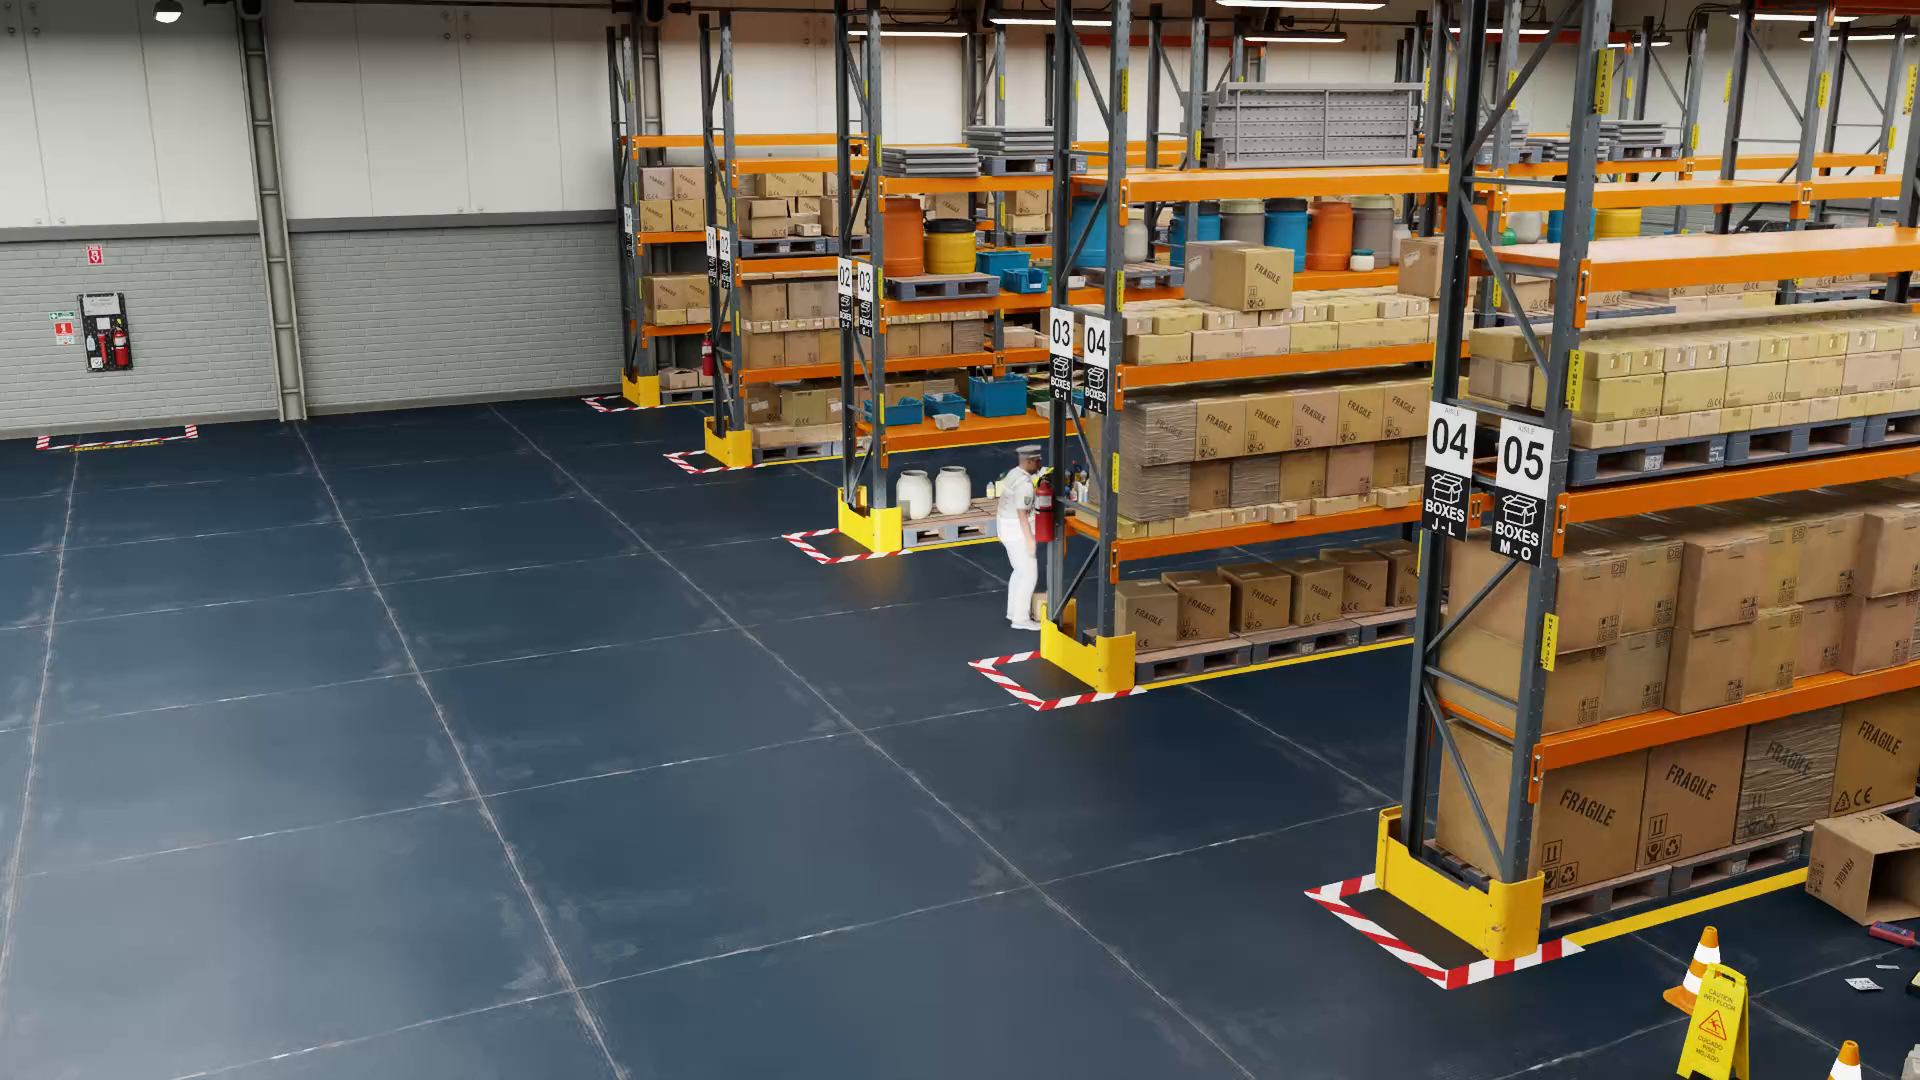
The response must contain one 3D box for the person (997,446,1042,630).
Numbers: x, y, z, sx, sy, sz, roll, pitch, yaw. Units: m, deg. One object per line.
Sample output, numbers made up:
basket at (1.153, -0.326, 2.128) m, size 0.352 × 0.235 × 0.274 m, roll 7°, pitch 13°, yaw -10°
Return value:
person at (0.582, -0.042, 15.979) m, size 0.442 × 1.747 × 0.585 m, roll -2°, pitch 15°, yaw -9°
